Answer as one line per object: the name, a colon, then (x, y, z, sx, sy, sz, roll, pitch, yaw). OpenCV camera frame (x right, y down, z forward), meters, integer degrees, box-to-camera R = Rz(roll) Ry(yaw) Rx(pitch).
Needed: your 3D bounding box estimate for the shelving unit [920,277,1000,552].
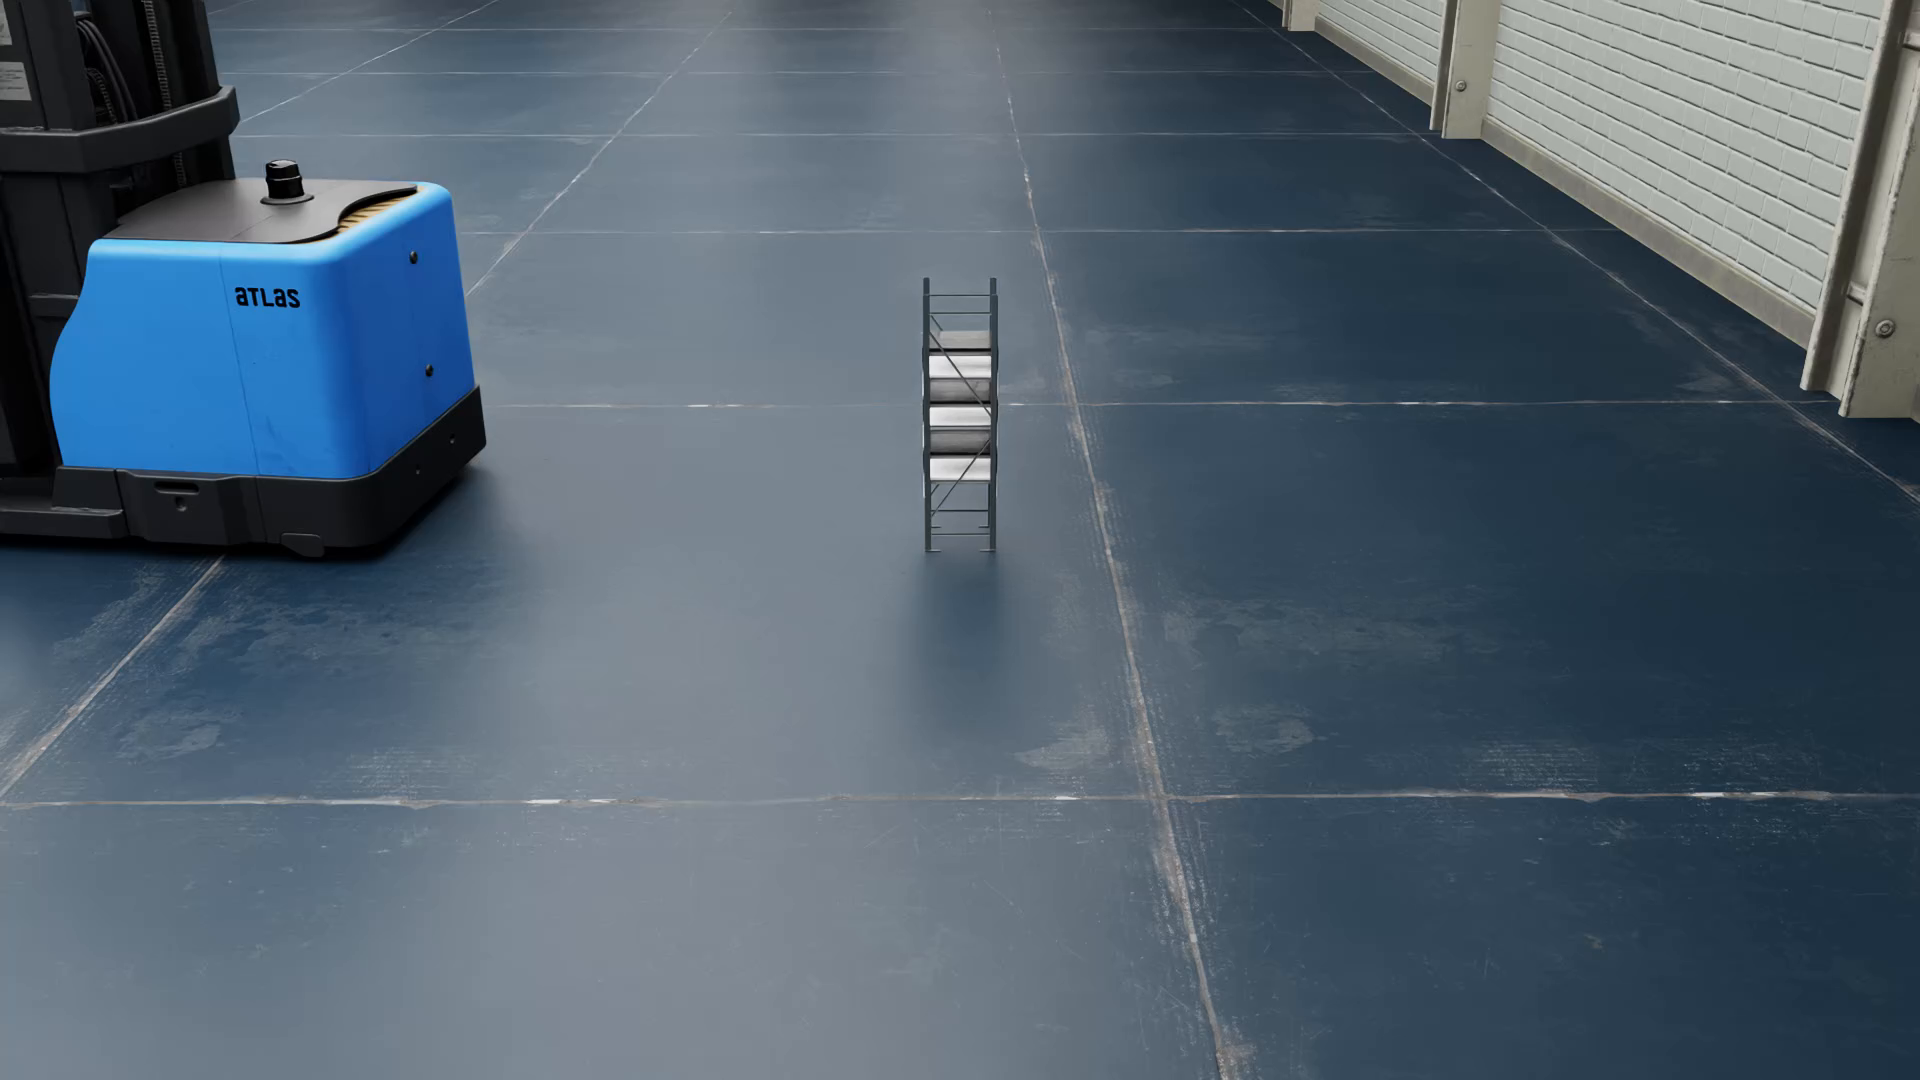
shelving unit: (0.000, -0.413, 5.572, 0.258, 0.900, 0.210, 0, 24, -1)

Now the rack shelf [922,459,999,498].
rack shelf: (0.000, -0.219, 5.660, 0.258, 0.077, 0.200, 0, 24, -1)

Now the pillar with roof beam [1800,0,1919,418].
pillar with roof beam: (-0.501, -4.669, 5.153, 9.100, 9.000, 0.400, 0, 24, -1)

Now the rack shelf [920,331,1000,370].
rack shelf: (0.000, -0.629, 5.474, 0.258, 0.077, 0.200, 0, 24, -1)

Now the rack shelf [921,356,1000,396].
rack shelf: (0.000, -0.547, 5.512, 0.258, 0.077, 0.200, 0, 24, -1)

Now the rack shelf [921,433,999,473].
rack shelf: (0.000, -0.301, 5.623, 0.258, 0.077, 0.200, 0, 24, -1)

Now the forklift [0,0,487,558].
forklift: (-3.372, -1.531, 5.577, 3.031, 2.935, 1.130, 3, 25, 6)

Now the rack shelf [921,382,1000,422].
rack shelf: (0.000, -0.465, 5.549, 0.258, 0.077, 0.200, 0, 24, -1)

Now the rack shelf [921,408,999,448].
rack shelf: (0.000, -0.383, 5.586, 0.258, 0.077, 0.200, 0, 24, -1)

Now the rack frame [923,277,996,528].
rack frame: (-0.001, -0.455, 5.665, 0.240, 0.900, 0.006, 0, 24, -1)

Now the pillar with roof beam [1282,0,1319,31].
pillar with roof beam: (-0.632, -9.614, 16.086, 9.100, 9.000, 0.400, 0, 24, -1)

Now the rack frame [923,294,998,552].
rack frame: (0.001, -0.371, 5.479, 0.240, 0.900, 0.006, 0, 24, -1)

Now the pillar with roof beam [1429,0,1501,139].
pillar with roof beam: (-0.566, -7.141, 10.619, 9.100, 9.000, 0.400, 0, 24, -1)
